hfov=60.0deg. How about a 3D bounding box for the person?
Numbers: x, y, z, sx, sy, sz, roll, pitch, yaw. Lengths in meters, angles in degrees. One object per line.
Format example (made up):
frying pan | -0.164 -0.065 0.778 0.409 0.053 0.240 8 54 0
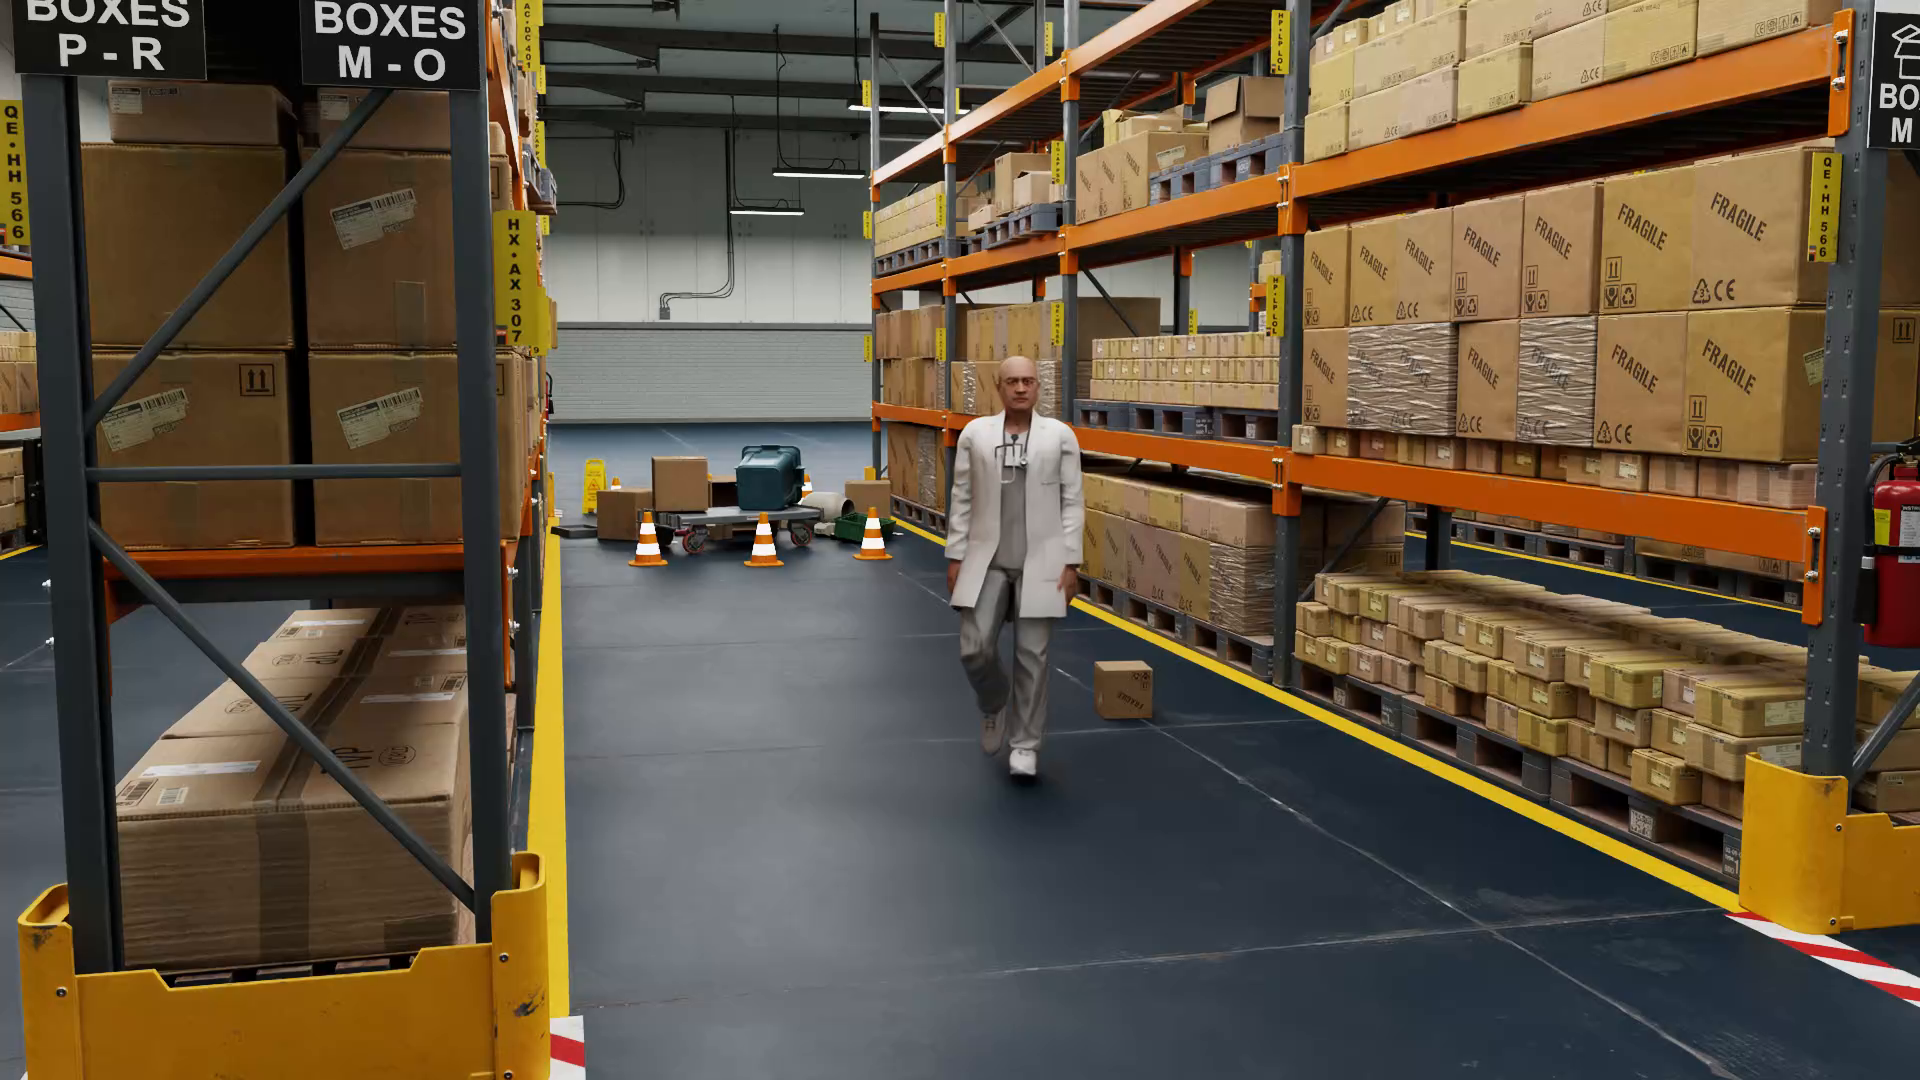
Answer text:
person | 0.232 0.098 7.144 0.608 1.768 0.577 1 6 6
